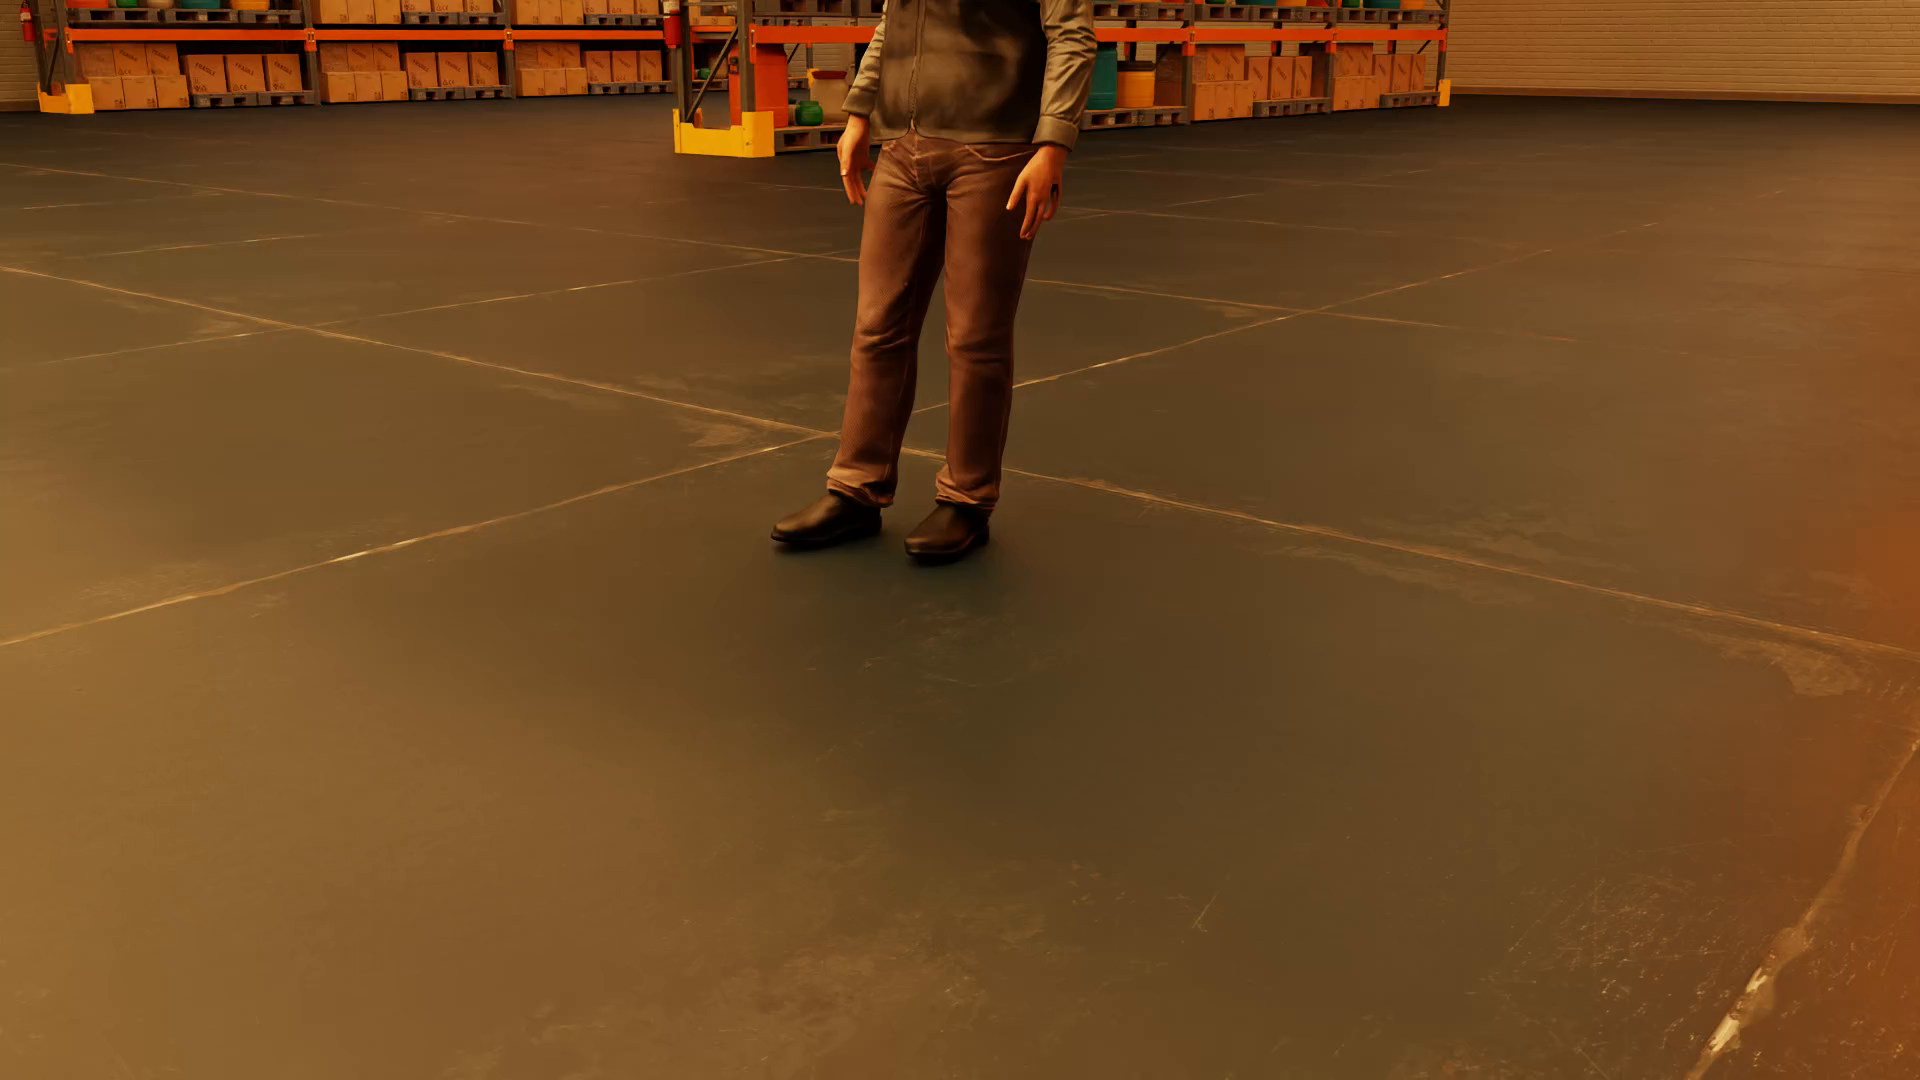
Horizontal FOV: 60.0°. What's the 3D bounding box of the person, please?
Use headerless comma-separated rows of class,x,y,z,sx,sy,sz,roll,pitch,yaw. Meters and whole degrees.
person,-0.046,-0.818,3.648,0.634,1.722,0.566,13,21,37
